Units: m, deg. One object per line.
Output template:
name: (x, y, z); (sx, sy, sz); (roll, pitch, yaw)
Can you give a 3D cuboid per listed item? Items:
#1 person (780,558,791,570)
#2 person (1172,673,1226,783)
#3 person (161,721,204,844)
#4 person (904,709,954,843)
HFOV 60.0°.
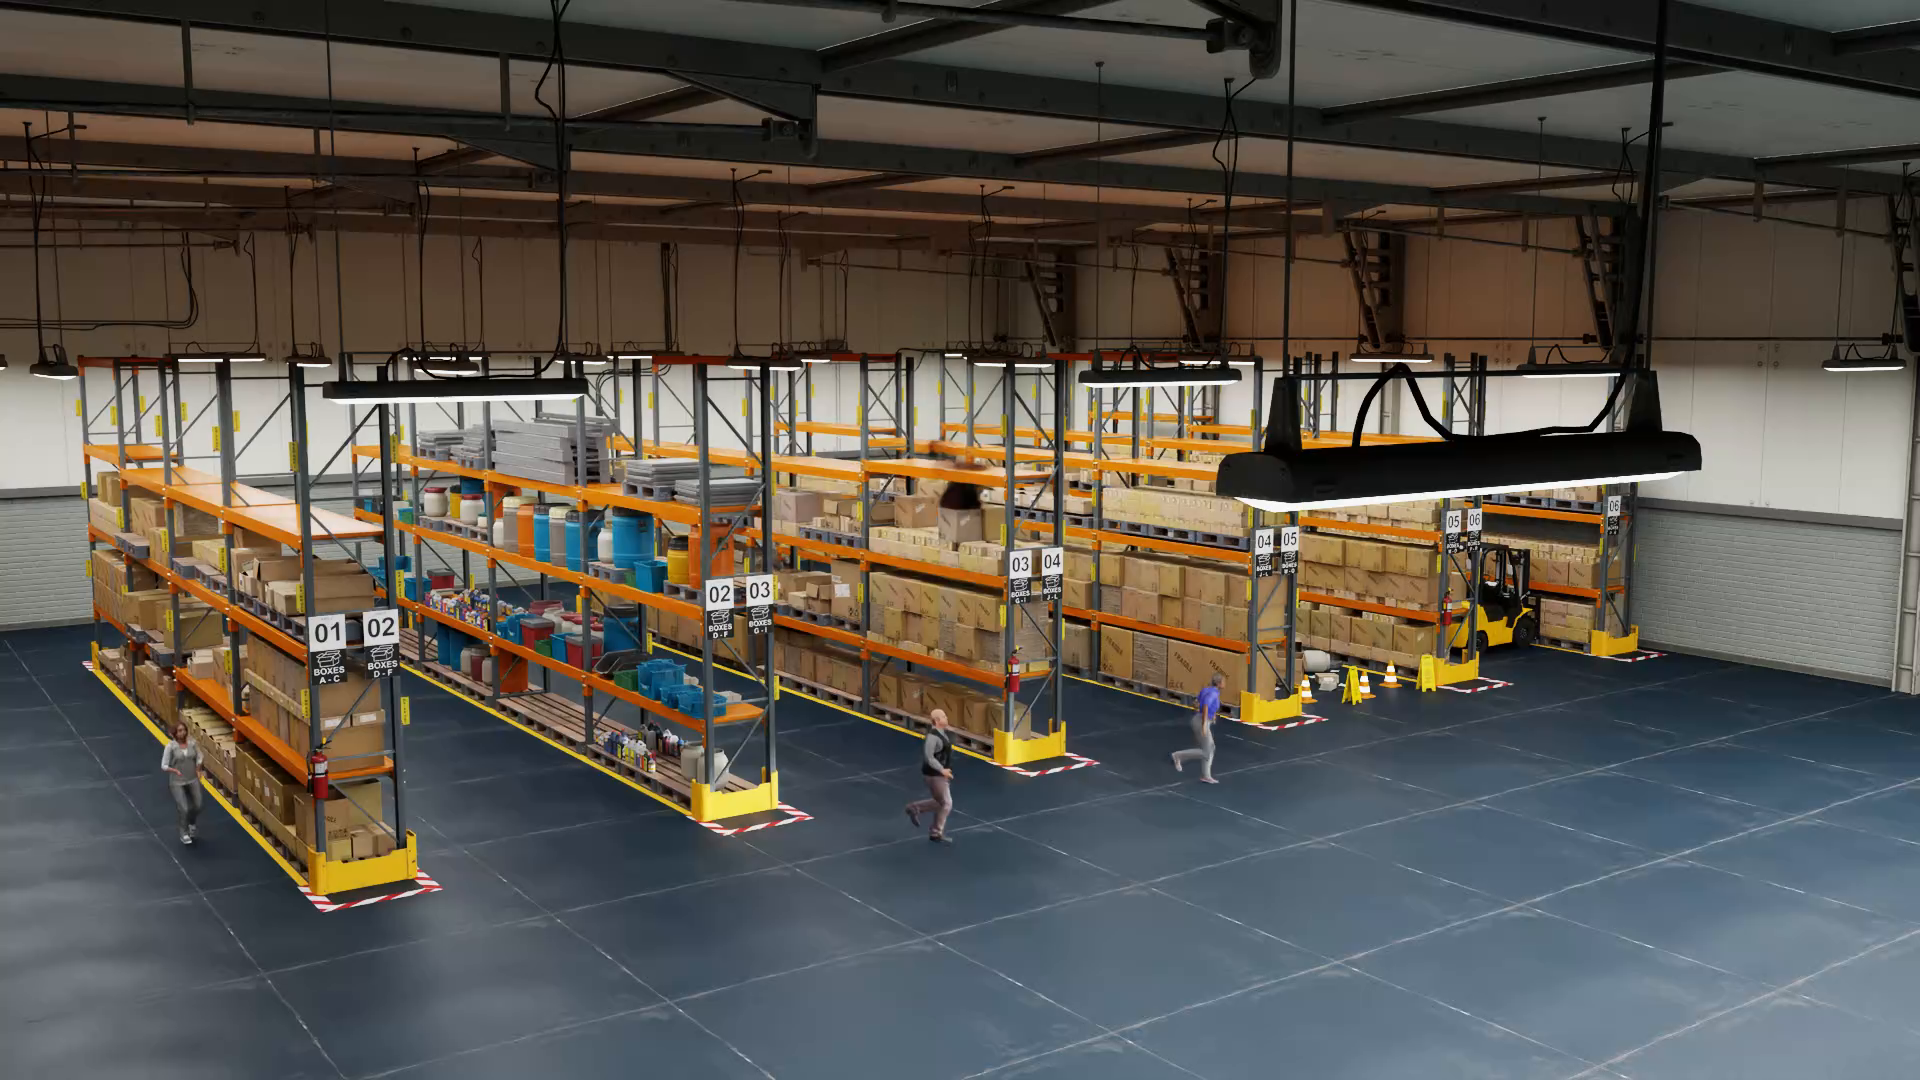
person: (-3.642, 1.231, 34.917); (0.638, 1.734, 0.741); (-7, 9, -43)
person: (3.403, 2.697, 23.770); (0.795, 1.602, 0.571); (-1, 7, -11)
person: (-9.667, 3.041, 20.773); (0.526, 1.556, 0.536); (-6, 9, -40)
person: (-0.387, 2.963, 20.998); (0.651, 1.706, 0.668); (1, 7, 6)
